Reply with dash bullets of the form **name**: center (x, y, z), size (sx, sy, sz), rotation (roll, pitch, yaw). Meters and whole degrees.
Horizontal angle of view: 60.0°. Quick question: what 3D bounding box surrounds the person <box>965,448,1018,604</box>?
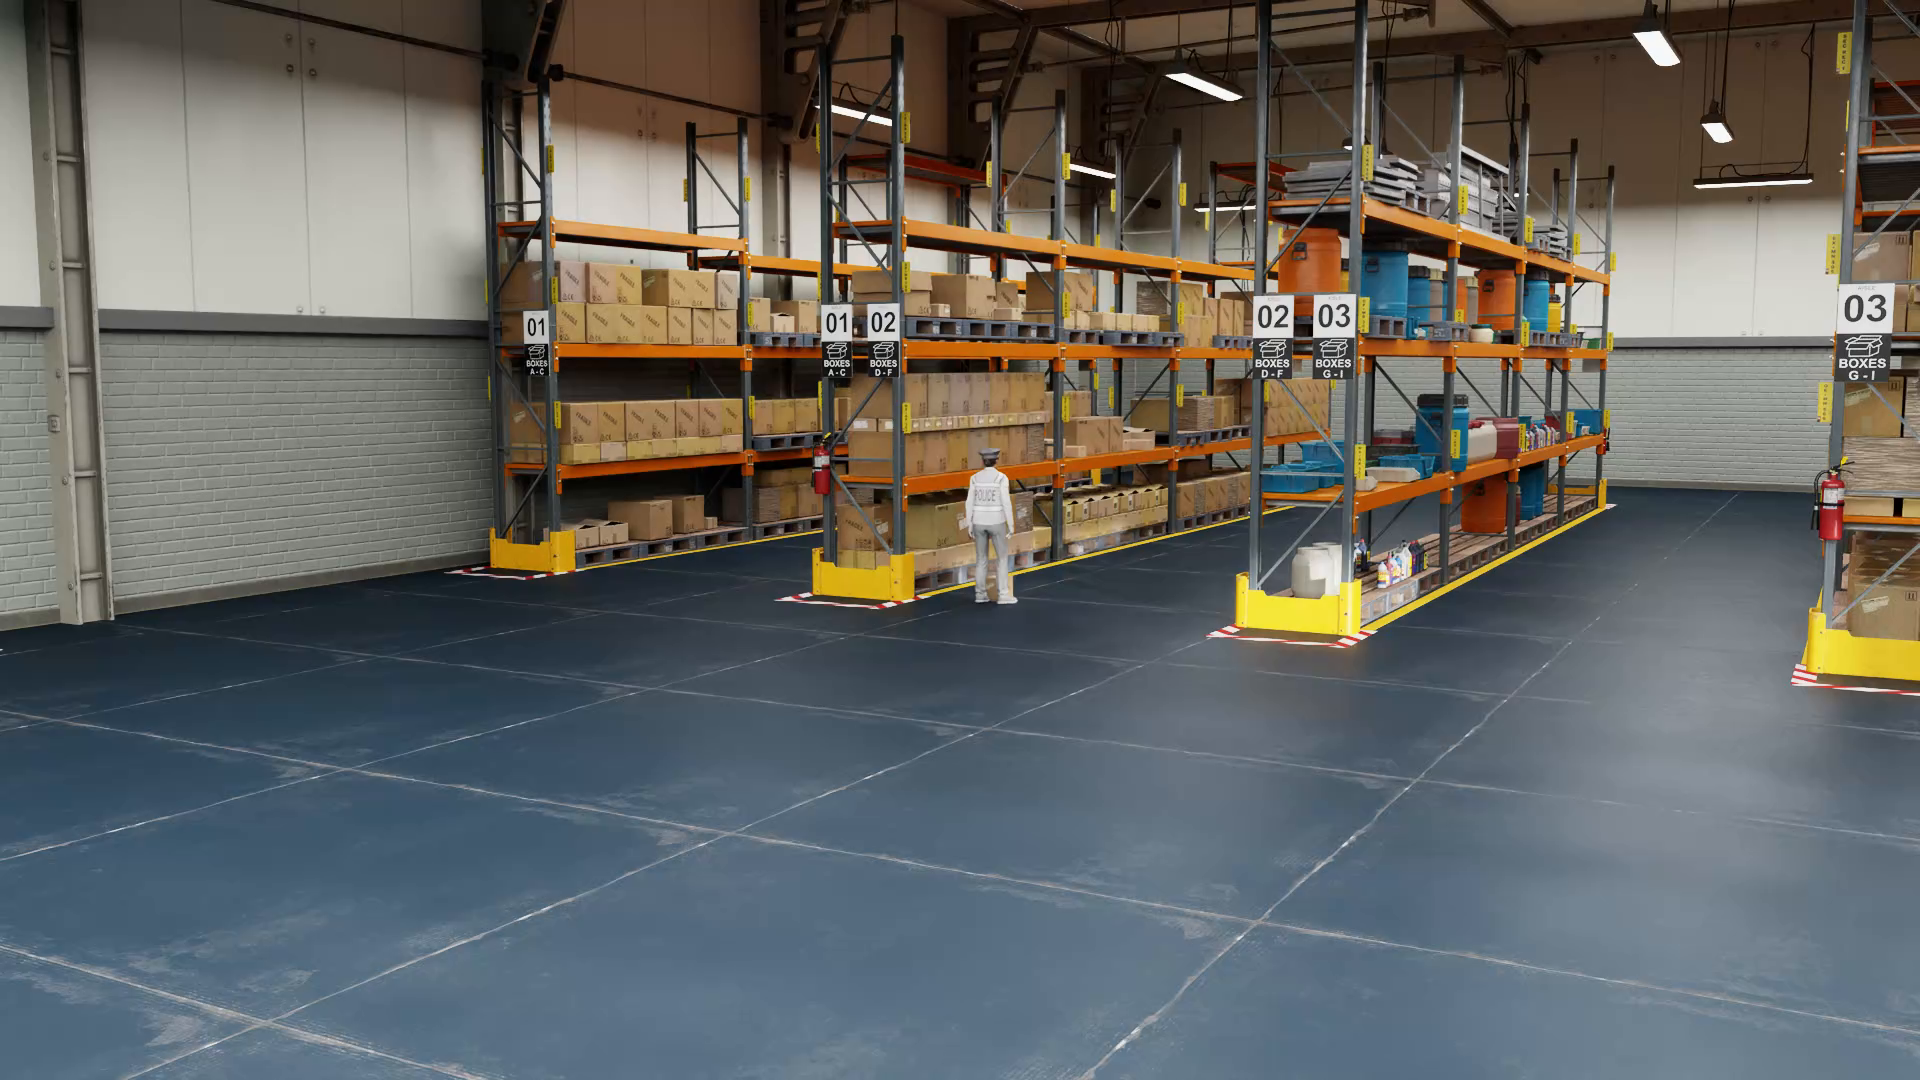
- **person**: center (0.325, -0.151, 17.777), size (0.539, 1.662, 0.373), rotation (3, 7, 23)
